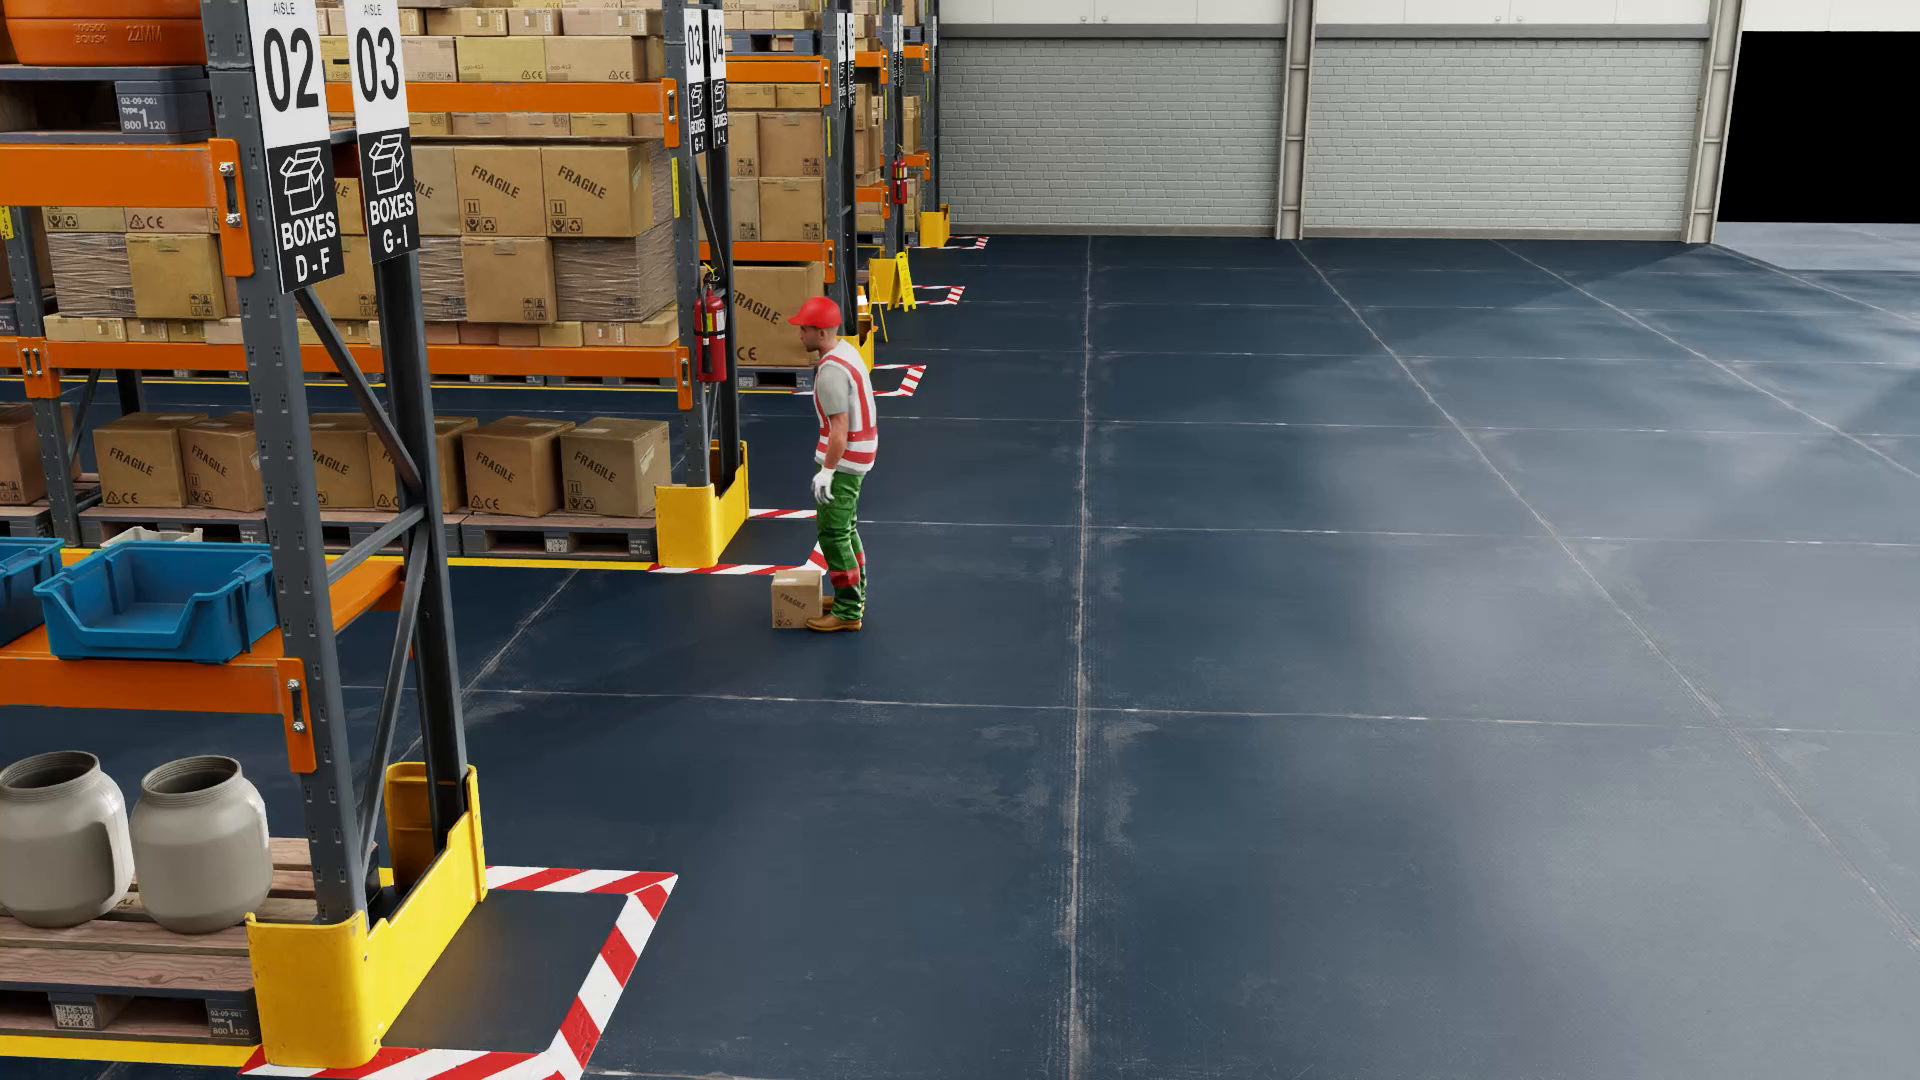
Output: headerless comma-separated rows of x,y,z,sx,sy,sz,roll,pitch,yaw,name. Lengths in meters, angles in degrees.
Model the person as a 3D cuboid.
-0.662,-0.403,8.813,0.452,1.779,0.608,1,17,4,person
